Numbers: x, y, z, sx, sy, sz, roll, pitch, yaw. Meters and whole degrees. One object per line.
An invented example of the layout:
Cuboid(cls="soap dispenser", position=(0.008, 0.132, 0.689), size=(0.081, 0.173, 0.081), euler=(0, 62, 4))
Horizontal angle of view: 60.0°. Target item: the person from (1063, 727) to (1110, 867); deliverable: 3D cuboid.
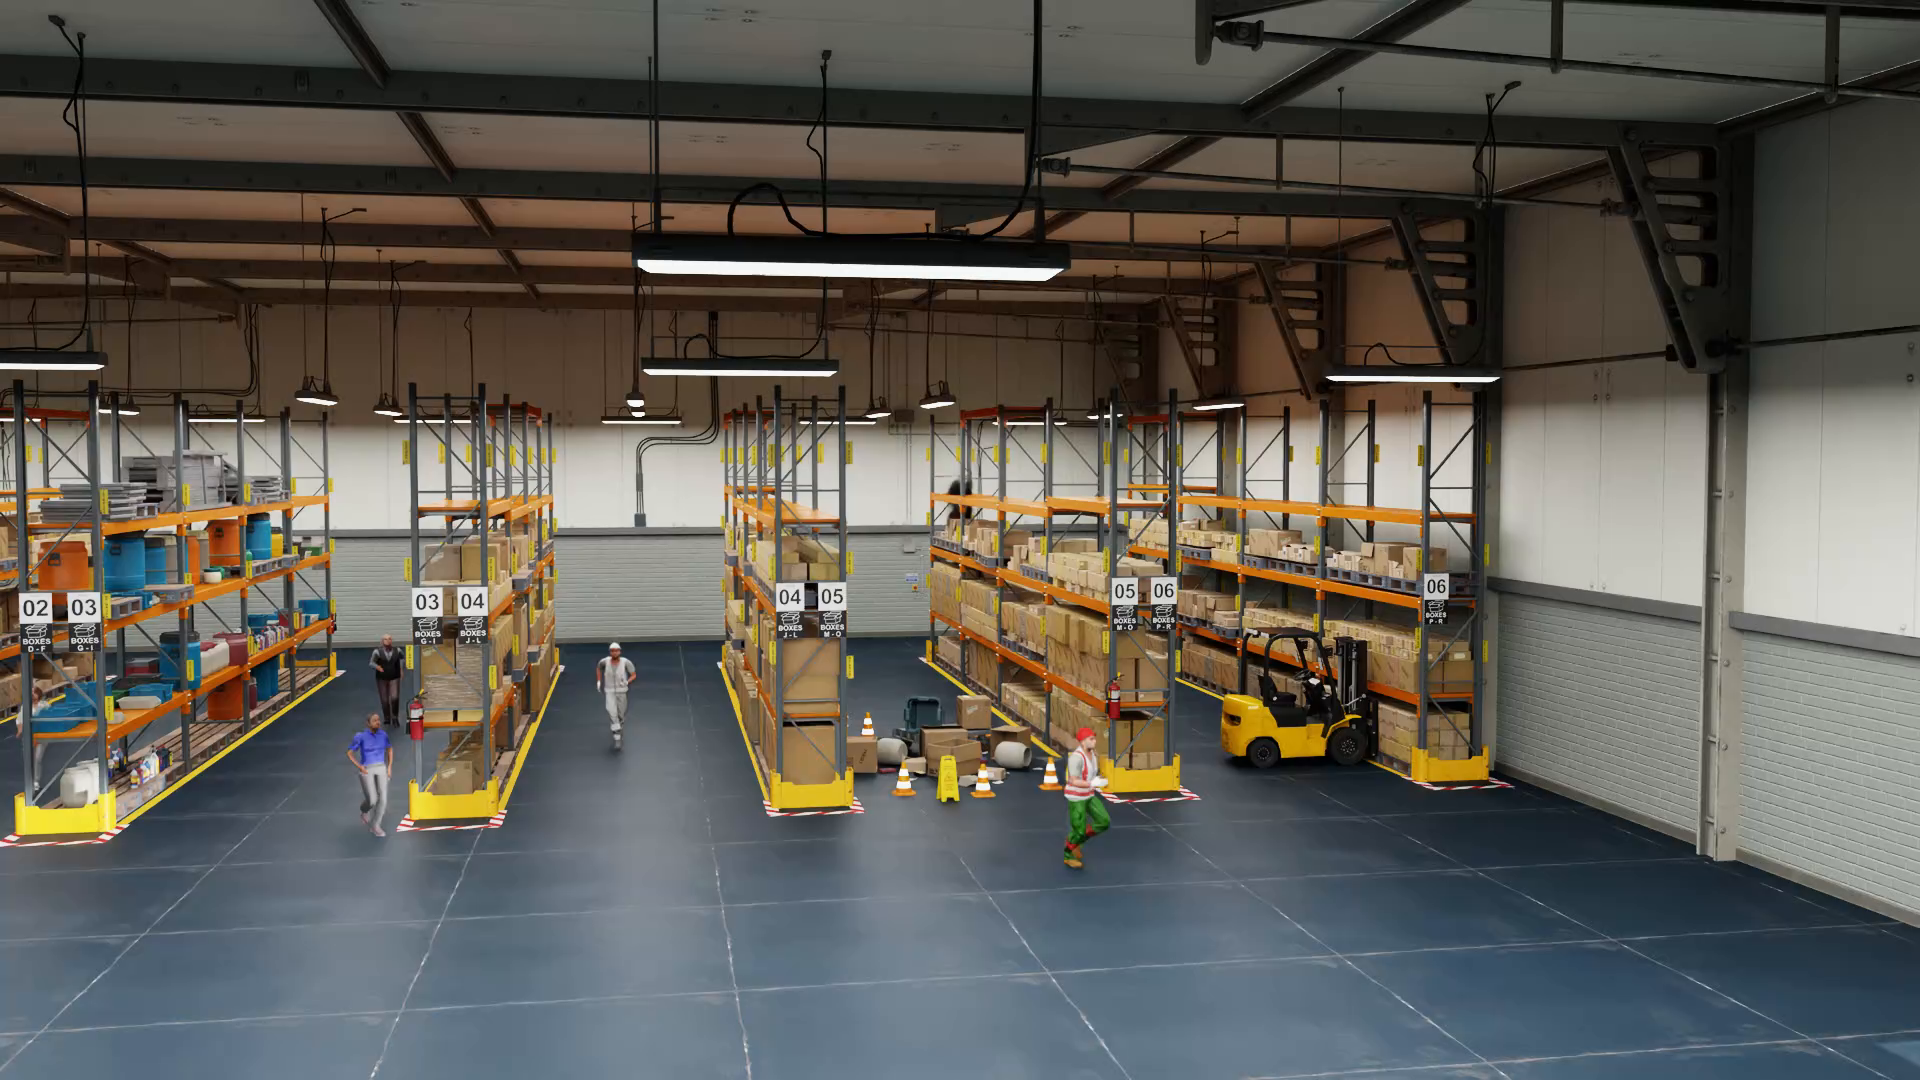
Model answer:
Cuboid(cls="person", position=(1.535, 3.108, 20.040), size=(0.706, 1.725, 0.707), euler=(2, 4, 35))

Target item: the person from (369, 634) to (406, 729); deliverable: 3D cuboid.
Cuboid(cls="person", position=(-10.527, 2.602, 30.597), size=(0.644, 1.742, 0.738), euler=(-1, 3, -18))

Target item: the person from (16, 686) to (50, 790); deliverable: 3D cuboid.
Cuboid(cls="person", position=(-13.905, 2.964, 25.018), size=(0.538, 1.557, 0.548), euler=(-1, 3, -18))

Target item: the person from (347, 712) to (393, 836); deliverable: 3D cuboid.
Cuboid(cls="person", position=(-7.792, 3.089, 22.034), size=(0.610, 1.626, 0.524), euler=(-2, 4, -40))

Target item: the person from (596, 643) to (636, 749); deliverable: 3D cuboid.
Cuboid(cls="person", position=(-5.941, 2.650, 28.752), size=(0.685, 1.778, 1.051), euler=(0, 3, -9))
